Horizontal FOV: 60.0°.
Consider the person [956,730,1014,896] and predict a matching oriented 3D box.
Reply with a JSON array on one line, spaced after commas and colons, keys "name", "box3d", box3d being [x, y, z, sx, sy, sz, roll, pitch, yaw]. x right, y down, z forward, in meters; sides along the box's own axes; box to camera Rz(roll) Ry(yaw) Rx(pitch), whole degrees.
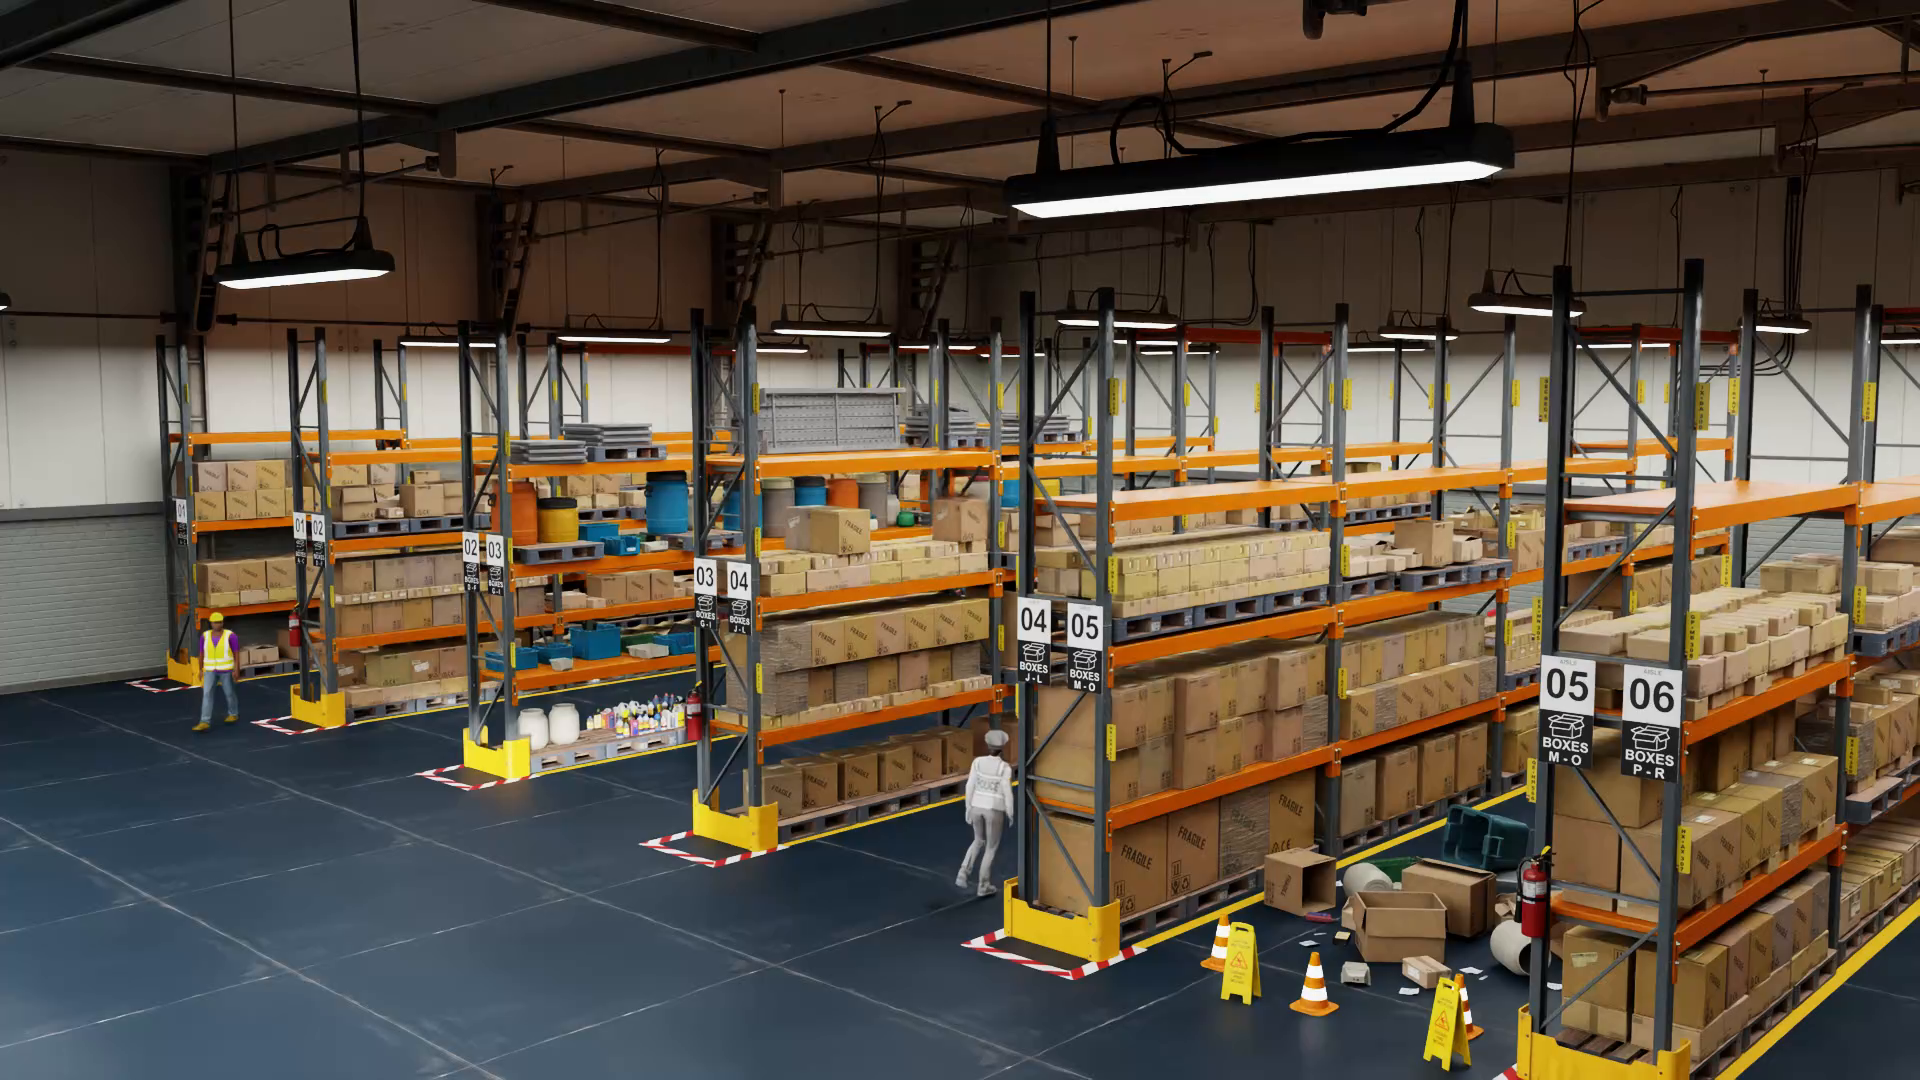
[{"name": "person", "box3d": [0.264, 2.750, 16.782, 0.551, 1.672, 0.480, 3, 6, 31]}]

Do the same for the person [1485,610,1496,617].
[{"name": "person", "box3d": [7.967, 1.917, 25.056, 0.549, 1.719, 1.054, 5, 8, 45]}]

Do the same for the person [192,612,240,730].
[{"name": "person", "box3d": [-11.146, 1.942, 24.906, 0.611, 1.704, 1.009, 0, 5, -3]}]
